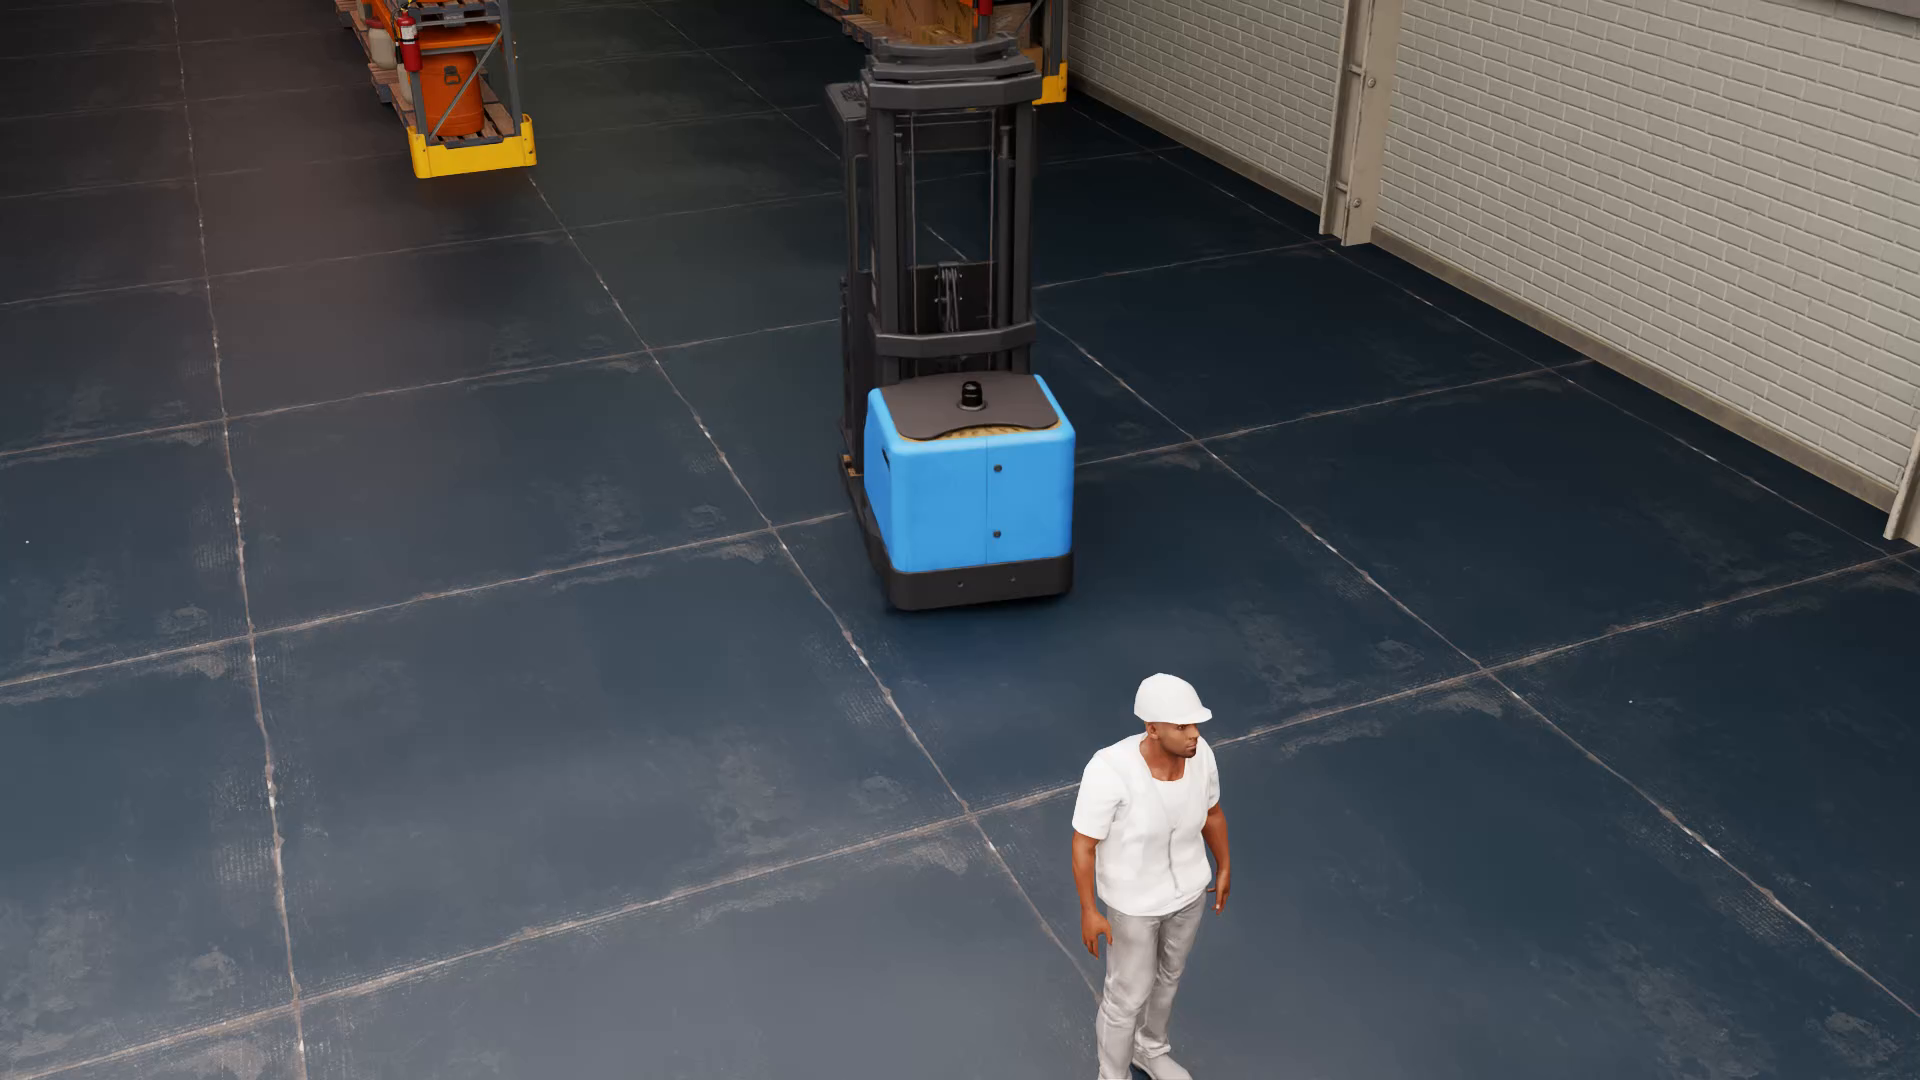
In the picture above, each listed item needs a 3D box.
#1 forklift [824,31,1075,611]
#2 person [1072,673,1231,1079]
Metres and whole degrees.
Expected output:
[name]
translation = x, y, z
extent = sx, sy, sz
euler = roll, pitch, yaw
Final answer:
[forklift]
translation = -0.170, -1.597, 9.912
extent = 1.130, 2.935, 3.031
euler = -6, 30, -10
[person]
translation = 0.741, 1.304, 5.999
extent = 0.666, 1.765, 0.577
euler = -16, 34, -26
